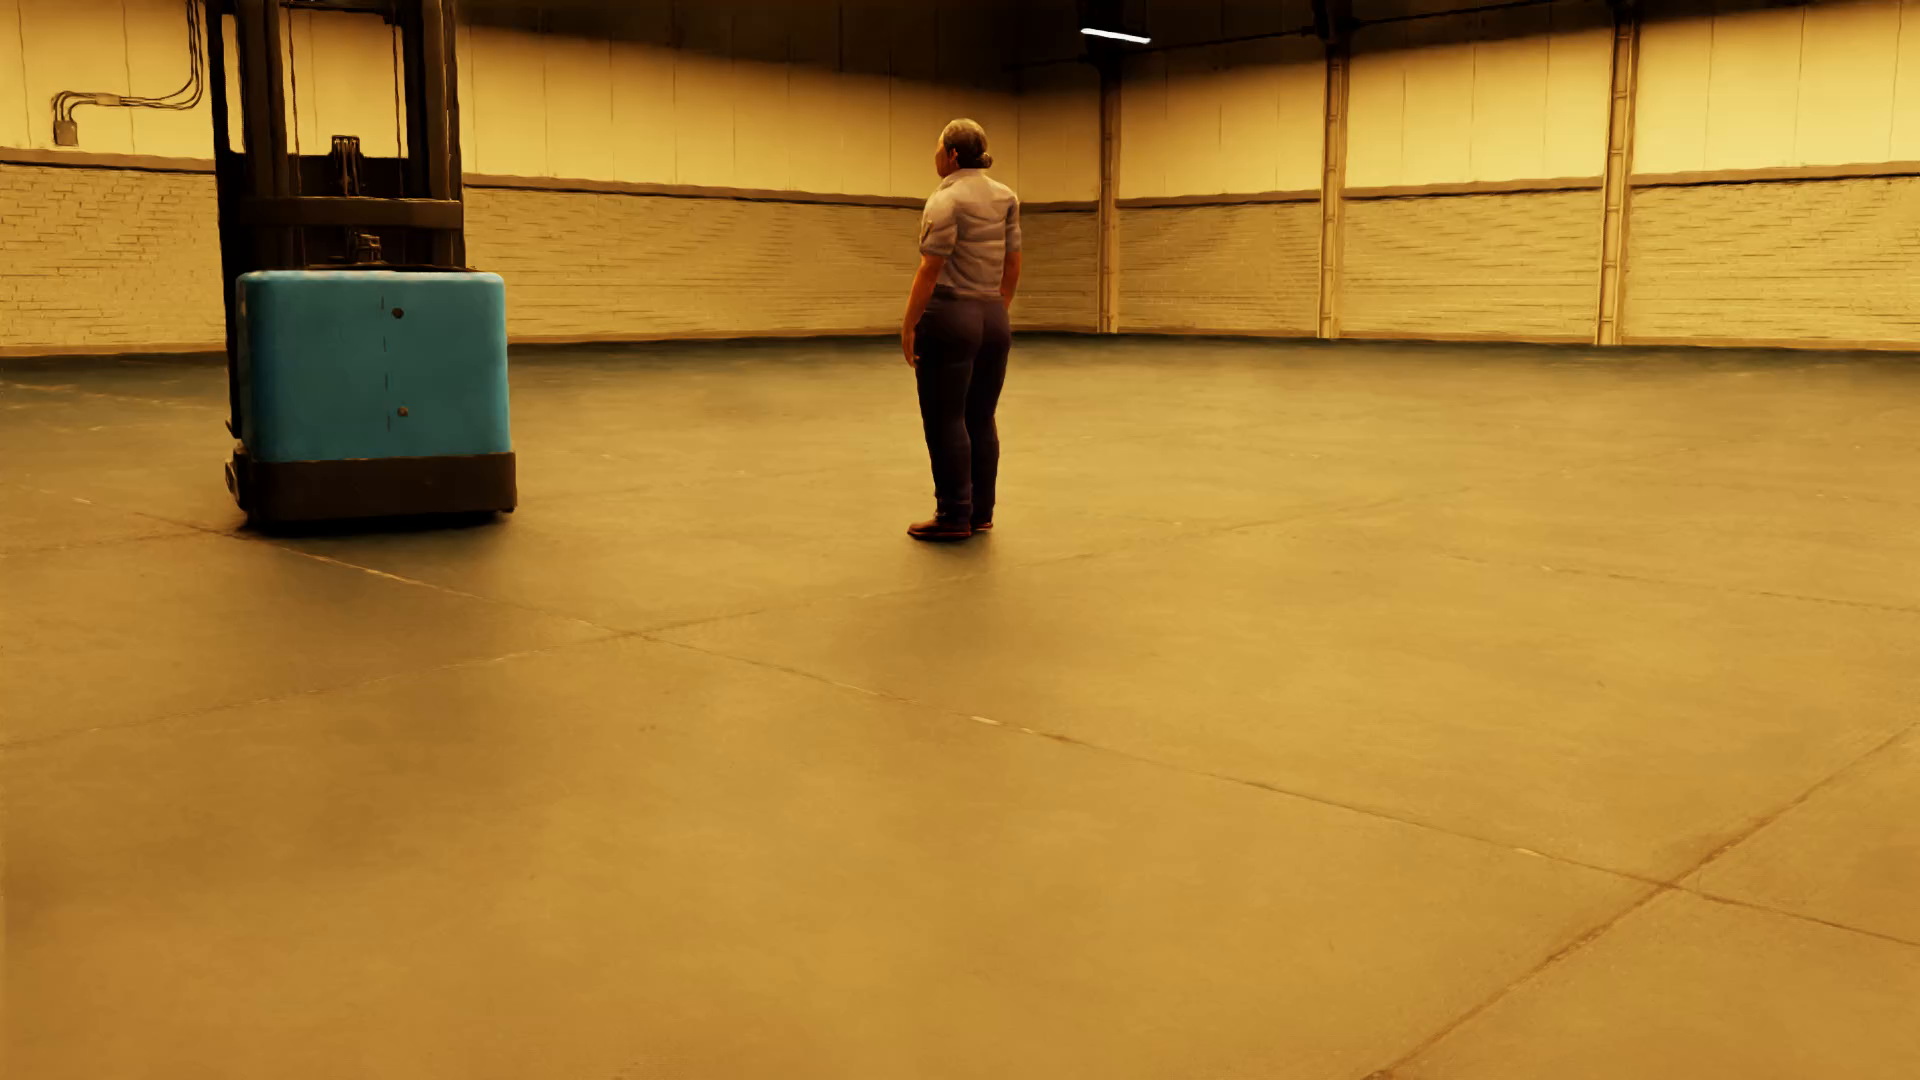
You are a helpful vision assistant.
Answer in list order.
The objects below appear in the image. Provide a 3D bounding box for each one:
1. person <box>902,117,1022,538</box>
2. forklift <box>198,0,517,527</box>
[{"bbox_3d":[-0.049,-0.833,6.672,0.502,1.650,0.599,8,12,43],"label":"person"},{"bbox_3d":[-3.018,-1.683,8.049,1.130,2.935,3.031,-4,10,-26],"label":"forklift"}]
